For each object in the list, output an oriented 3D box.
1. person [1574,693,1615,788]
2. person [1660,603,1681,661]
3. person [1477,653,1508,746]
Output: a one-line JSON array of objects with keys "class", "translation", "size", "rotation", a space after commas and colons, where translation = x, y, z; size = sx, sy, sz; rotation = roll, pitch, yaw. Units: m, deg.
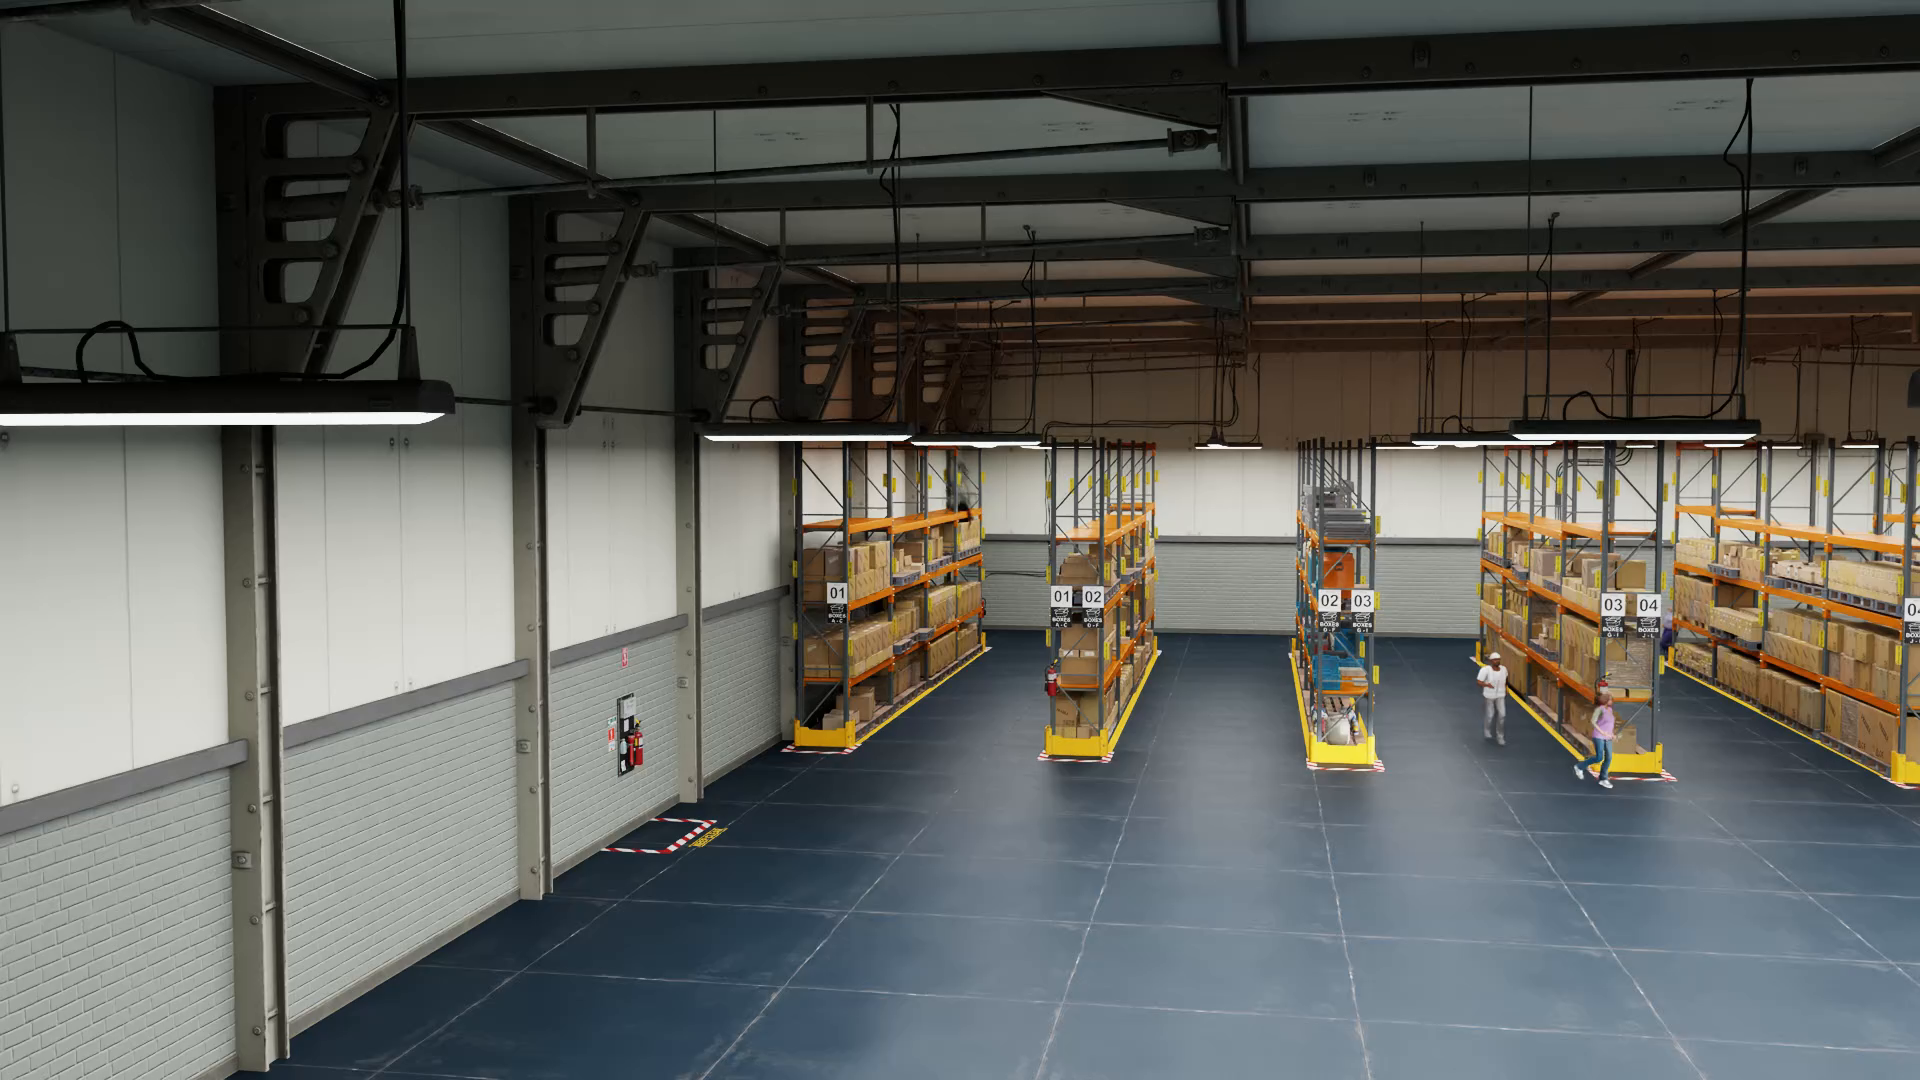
[{"class": "person", "translation": [11.060, 3.428, 28.704], "size": [0.590, 1.578, 0.693], "rotation": [-2, 4, -38]}, {"class": "person", "translation": [19.428, 2.518, 45.513], "size": [0.584, 1.599, 0.671], "rotation": [0, 3, -7]}, {"class": "person", "translation": [10.501, 3.118, 32.738], "size": [0.676, 1.825, 0.769], "rotation": [0, 3, 3]}]
